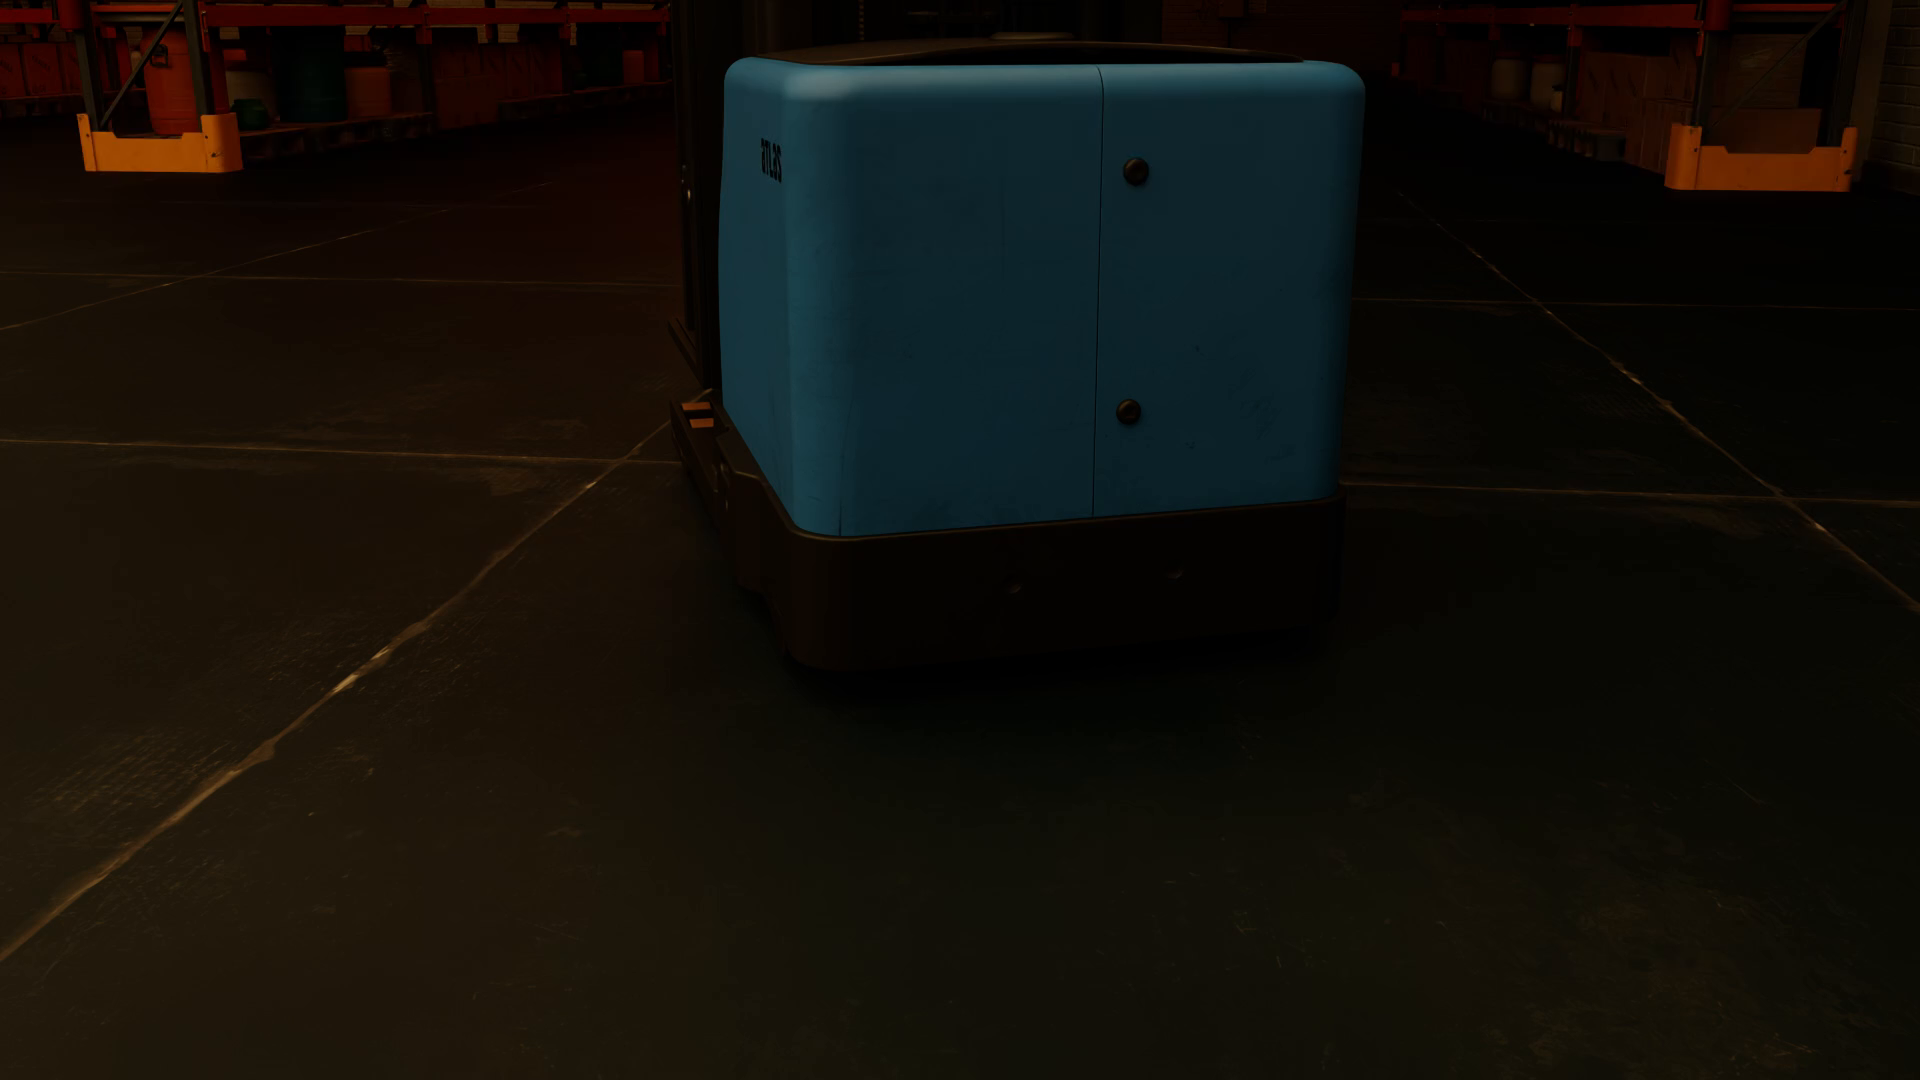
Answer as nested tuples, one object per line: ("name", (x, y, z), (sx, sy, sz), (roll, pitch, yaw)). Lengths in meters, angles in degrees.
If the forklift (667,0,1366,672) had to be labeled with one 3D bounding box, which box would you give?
("forklift", (-0.159, -1.575, 3.946), (1.130, 2.935, 3.031), (-5, 18, -14))
